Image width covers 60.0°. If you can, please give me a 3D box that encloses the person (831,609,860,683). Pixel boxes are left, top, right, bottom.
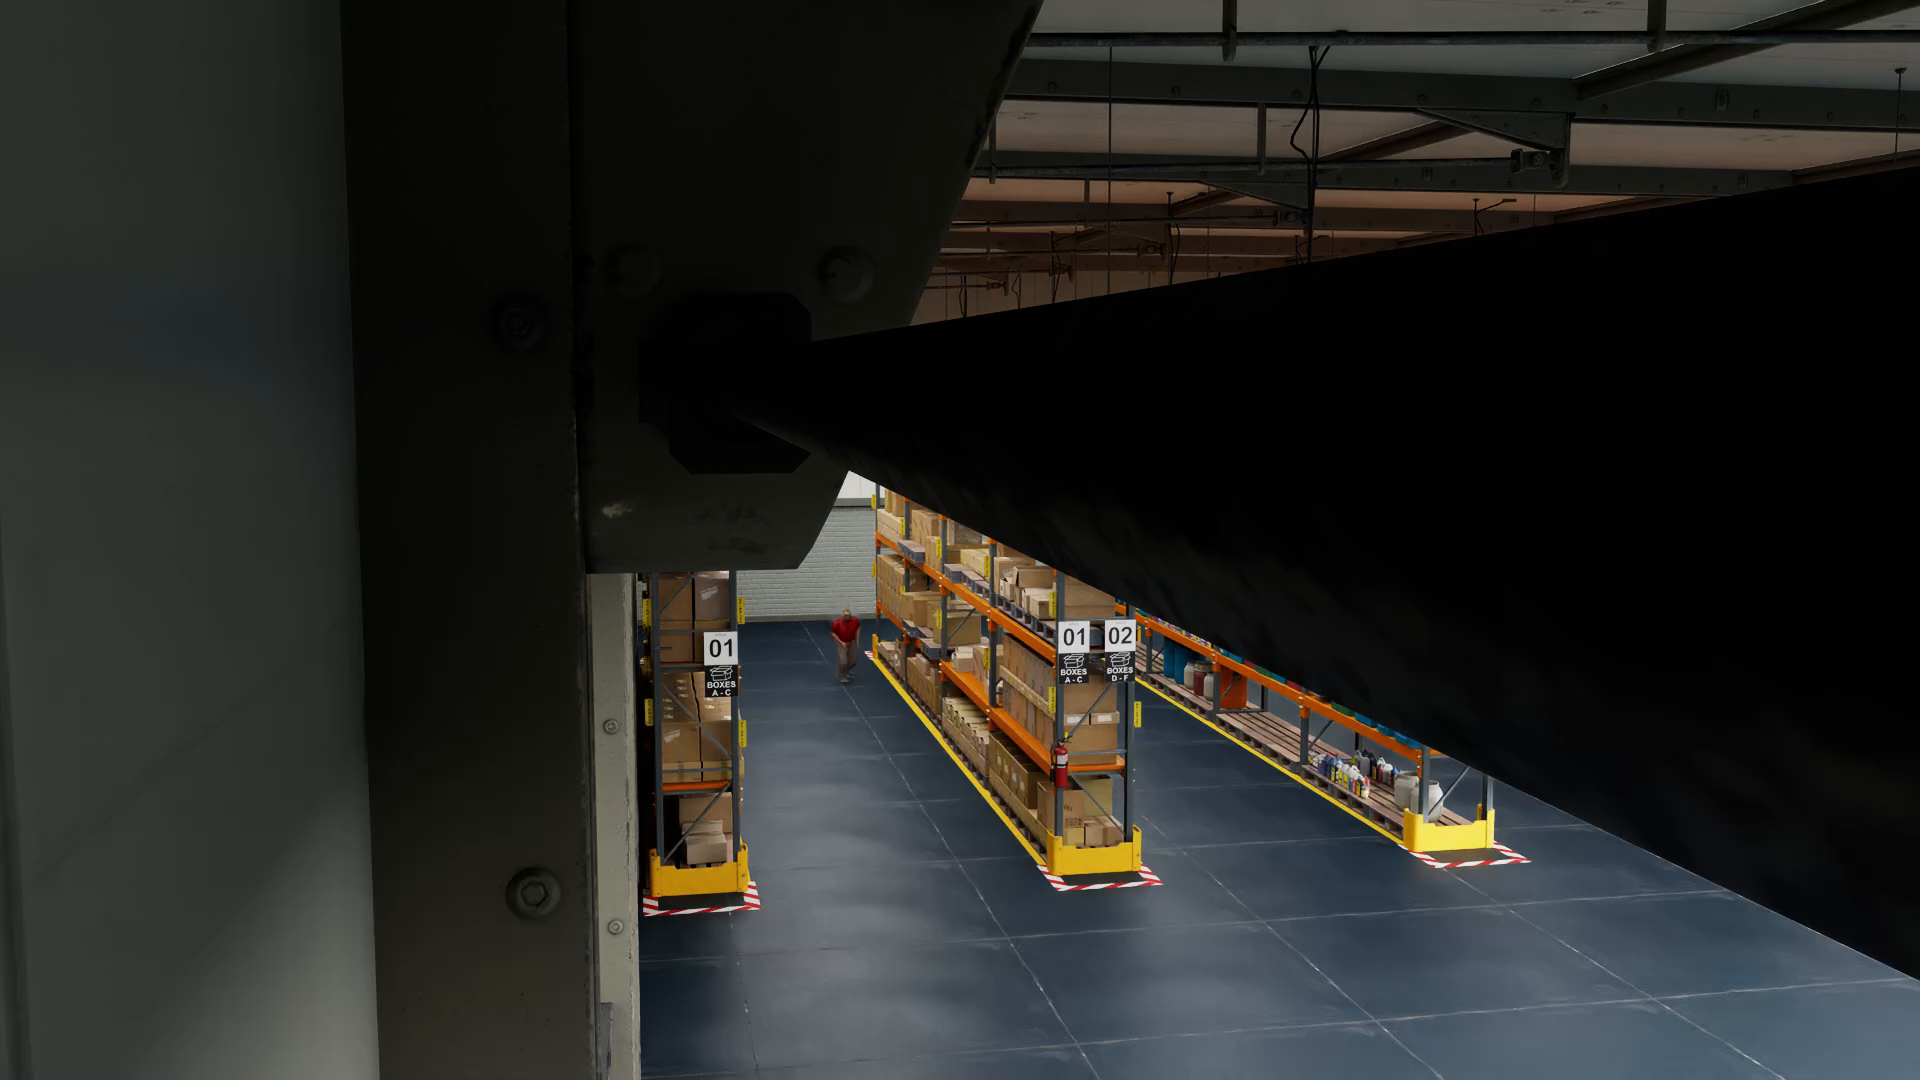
[{"bbox_3d":[-2.332,2.110,33.555,0.638,1.559,0.885,-3,6,-24],"label":"person"}]
